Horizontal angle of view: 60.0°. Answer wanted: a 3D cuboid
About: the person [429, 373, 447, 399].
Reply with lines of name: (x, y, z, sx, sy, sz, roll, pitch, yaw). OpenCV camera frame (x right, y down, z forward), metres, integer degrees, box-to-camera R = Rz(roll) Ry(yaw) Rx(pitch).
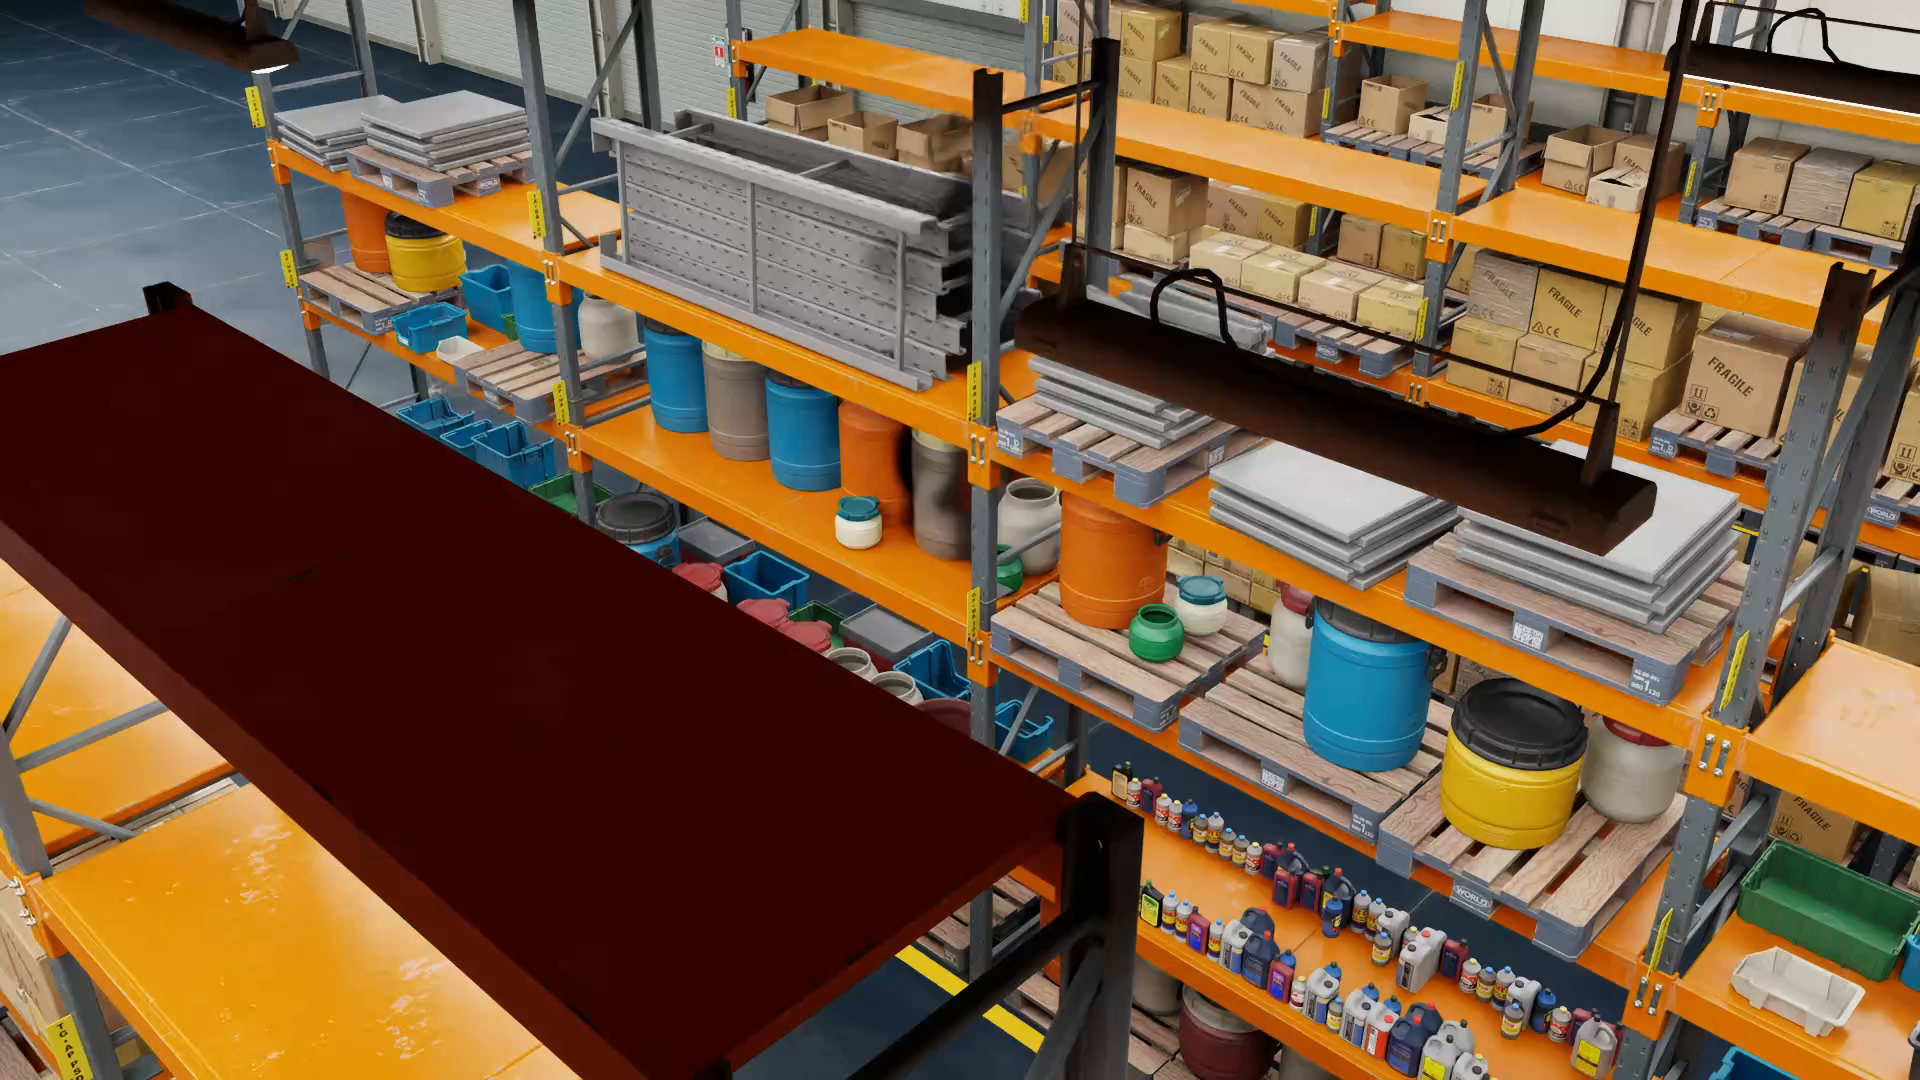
person: (-5.819, -2.410, 18.791, 0.839, 1.737, 0.711, -10, 31, -17)
